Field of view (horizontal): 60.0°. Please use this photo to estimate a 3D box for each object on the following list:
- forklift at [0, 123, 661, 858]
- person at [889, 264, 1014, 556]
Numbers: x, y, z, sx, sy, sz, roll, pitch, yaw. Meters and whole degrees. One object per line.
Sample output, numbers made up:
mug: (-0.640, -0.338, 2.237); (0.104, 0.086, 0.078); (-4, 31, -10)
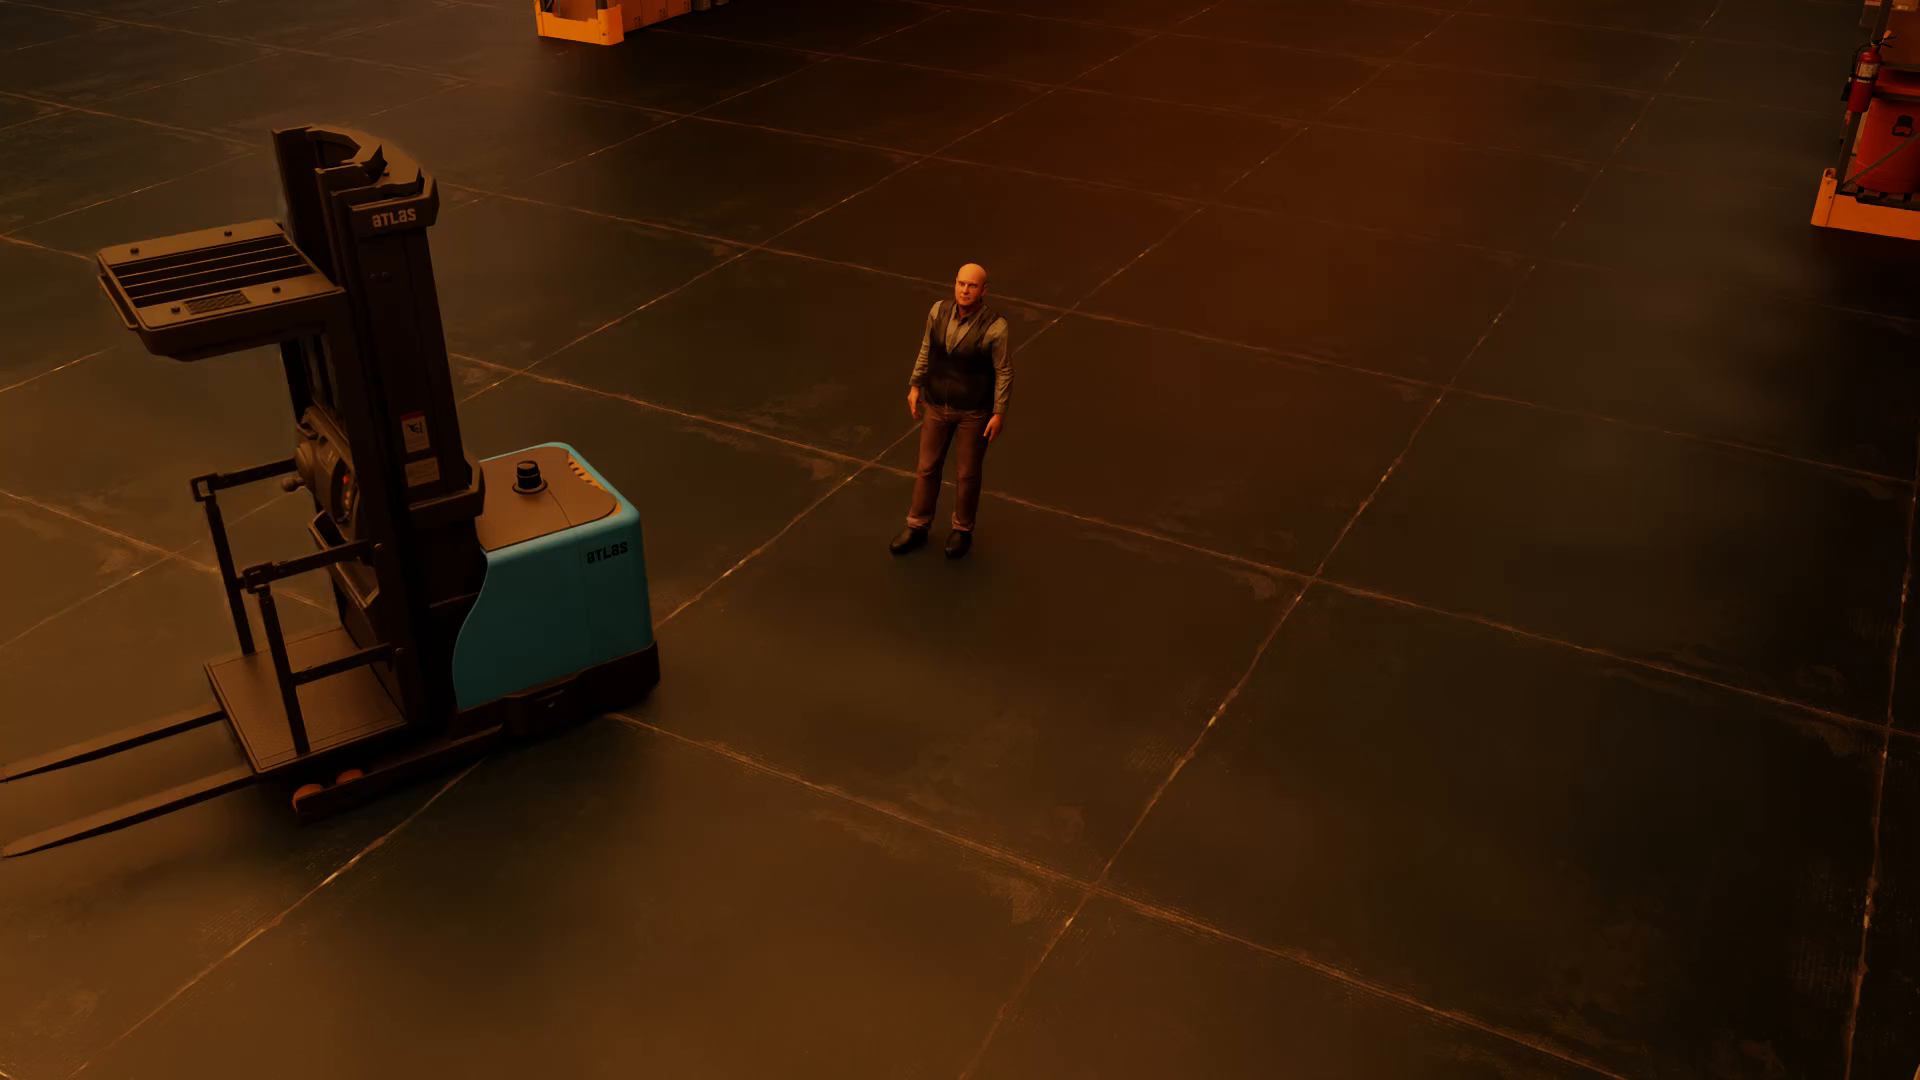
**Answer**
forklift: (-3.060, -0.267, 7.534); (3.031, 2.935, 1.130); (-19, 35, -29)
person: (-0.037, -0.726, 9.524); (0.633, 1.722, 0.566); (15, 33, 25)
